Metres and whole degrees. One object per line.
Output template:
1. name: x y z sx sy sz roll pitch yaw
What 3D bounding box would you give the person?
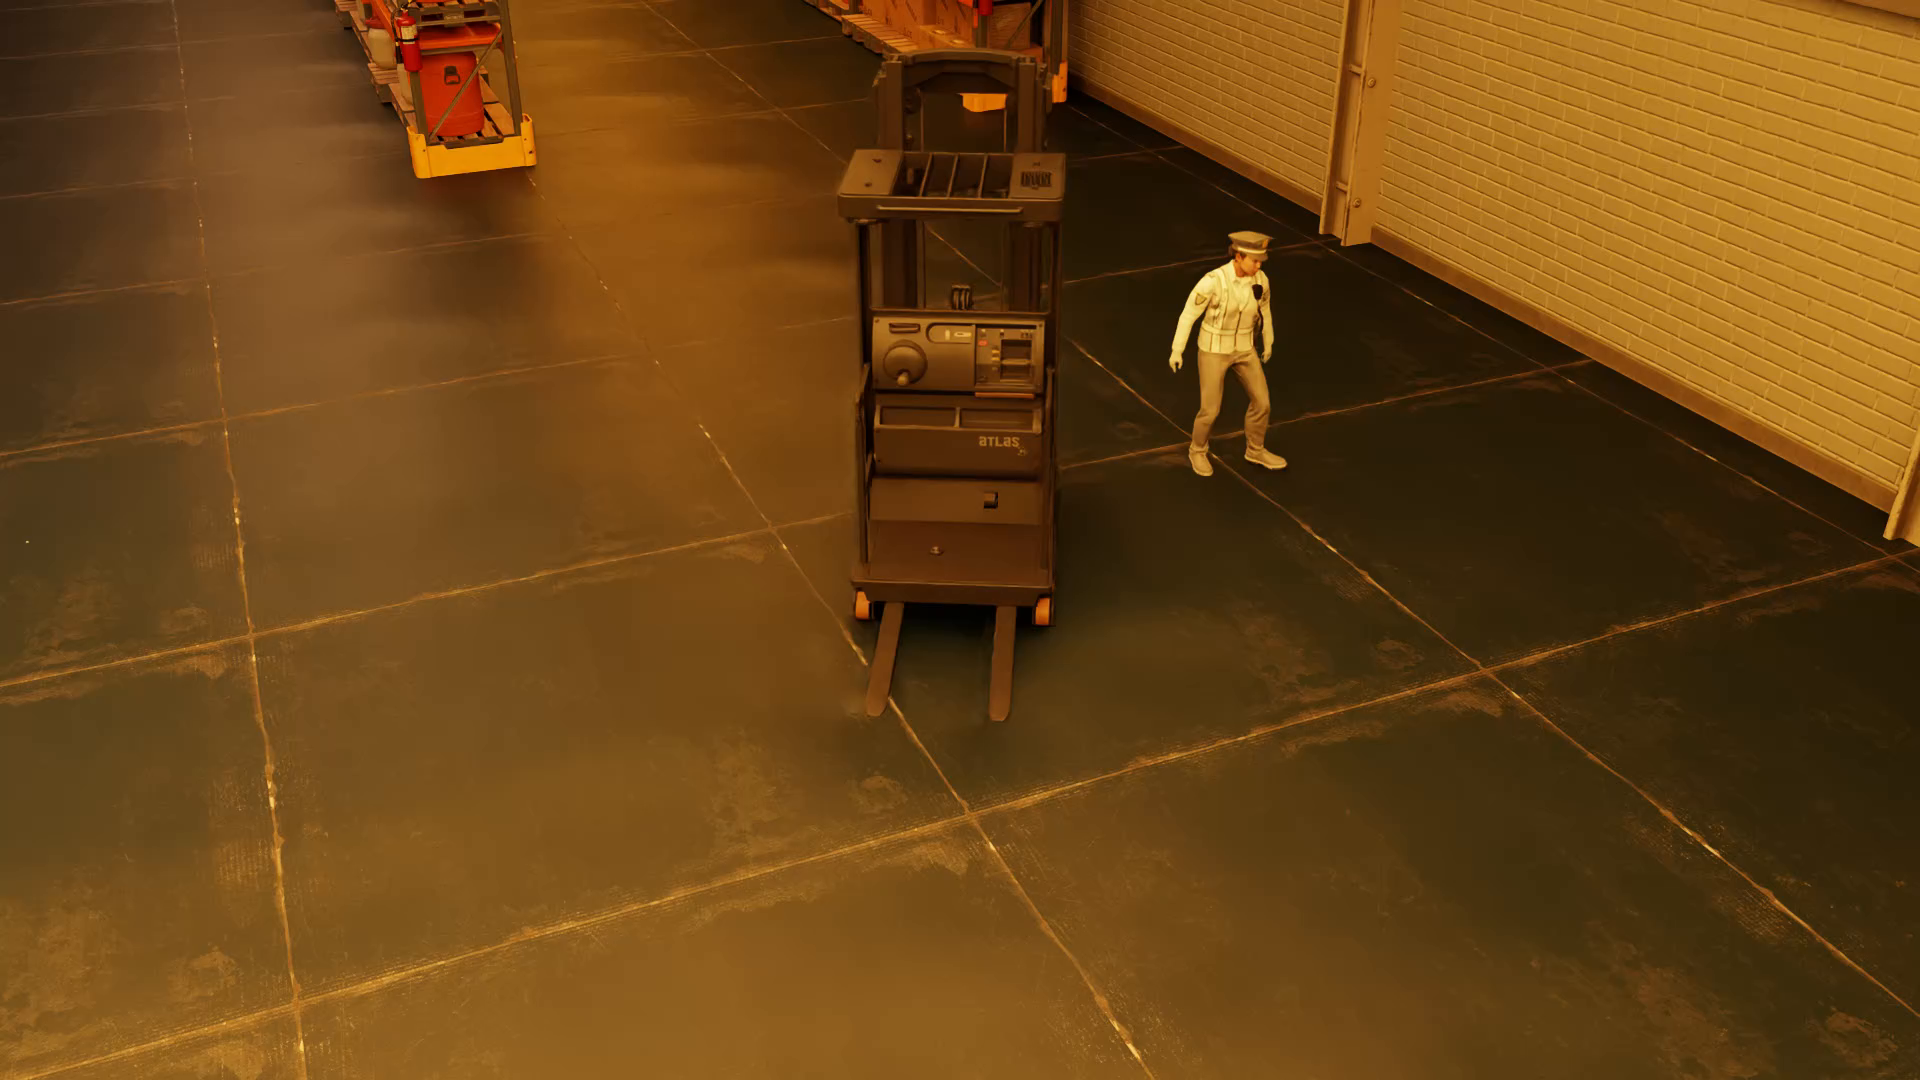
1. person: 1.726 -1.181 10.508 0.792 1.634 0.396 -9 31 -15

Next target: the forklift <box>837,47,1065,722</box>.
1. forklift: -0.020 -0.960 8.799 1.130 2.935 3.031 2 30 3
